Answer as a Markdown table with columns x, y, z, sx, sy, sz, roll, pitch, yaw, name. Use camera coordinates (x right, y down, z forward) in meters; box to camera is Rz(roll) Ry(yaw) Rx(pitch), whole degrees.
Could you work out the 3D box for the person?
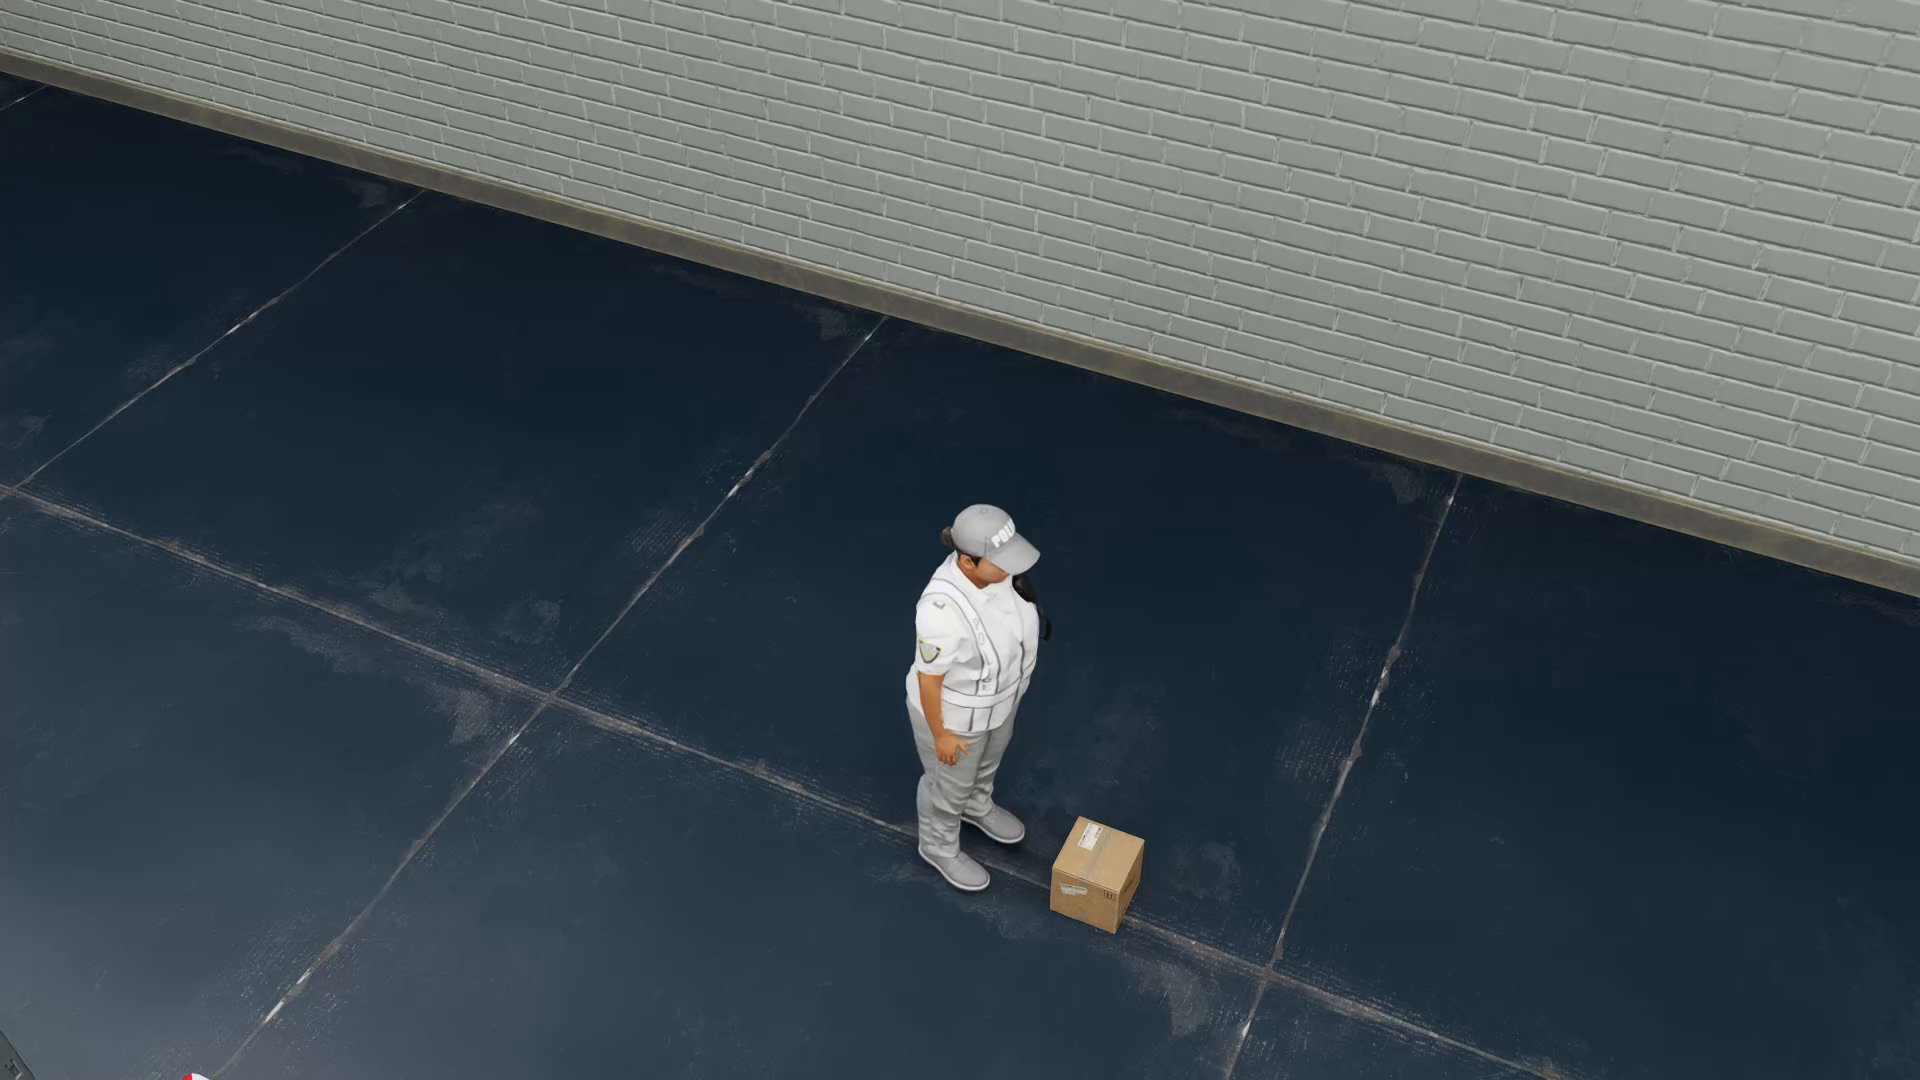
| x | y | z | sx | sy | sz | roll | pitch | yaw | name |
| --- | --- | --- | --- | --- | --- | --- | --- | --- | --- |
| 0.049 | 0.523 | 5.560 | 0.414 | 1.668 | 0.495 | 23 | 47 | 23 | person |
